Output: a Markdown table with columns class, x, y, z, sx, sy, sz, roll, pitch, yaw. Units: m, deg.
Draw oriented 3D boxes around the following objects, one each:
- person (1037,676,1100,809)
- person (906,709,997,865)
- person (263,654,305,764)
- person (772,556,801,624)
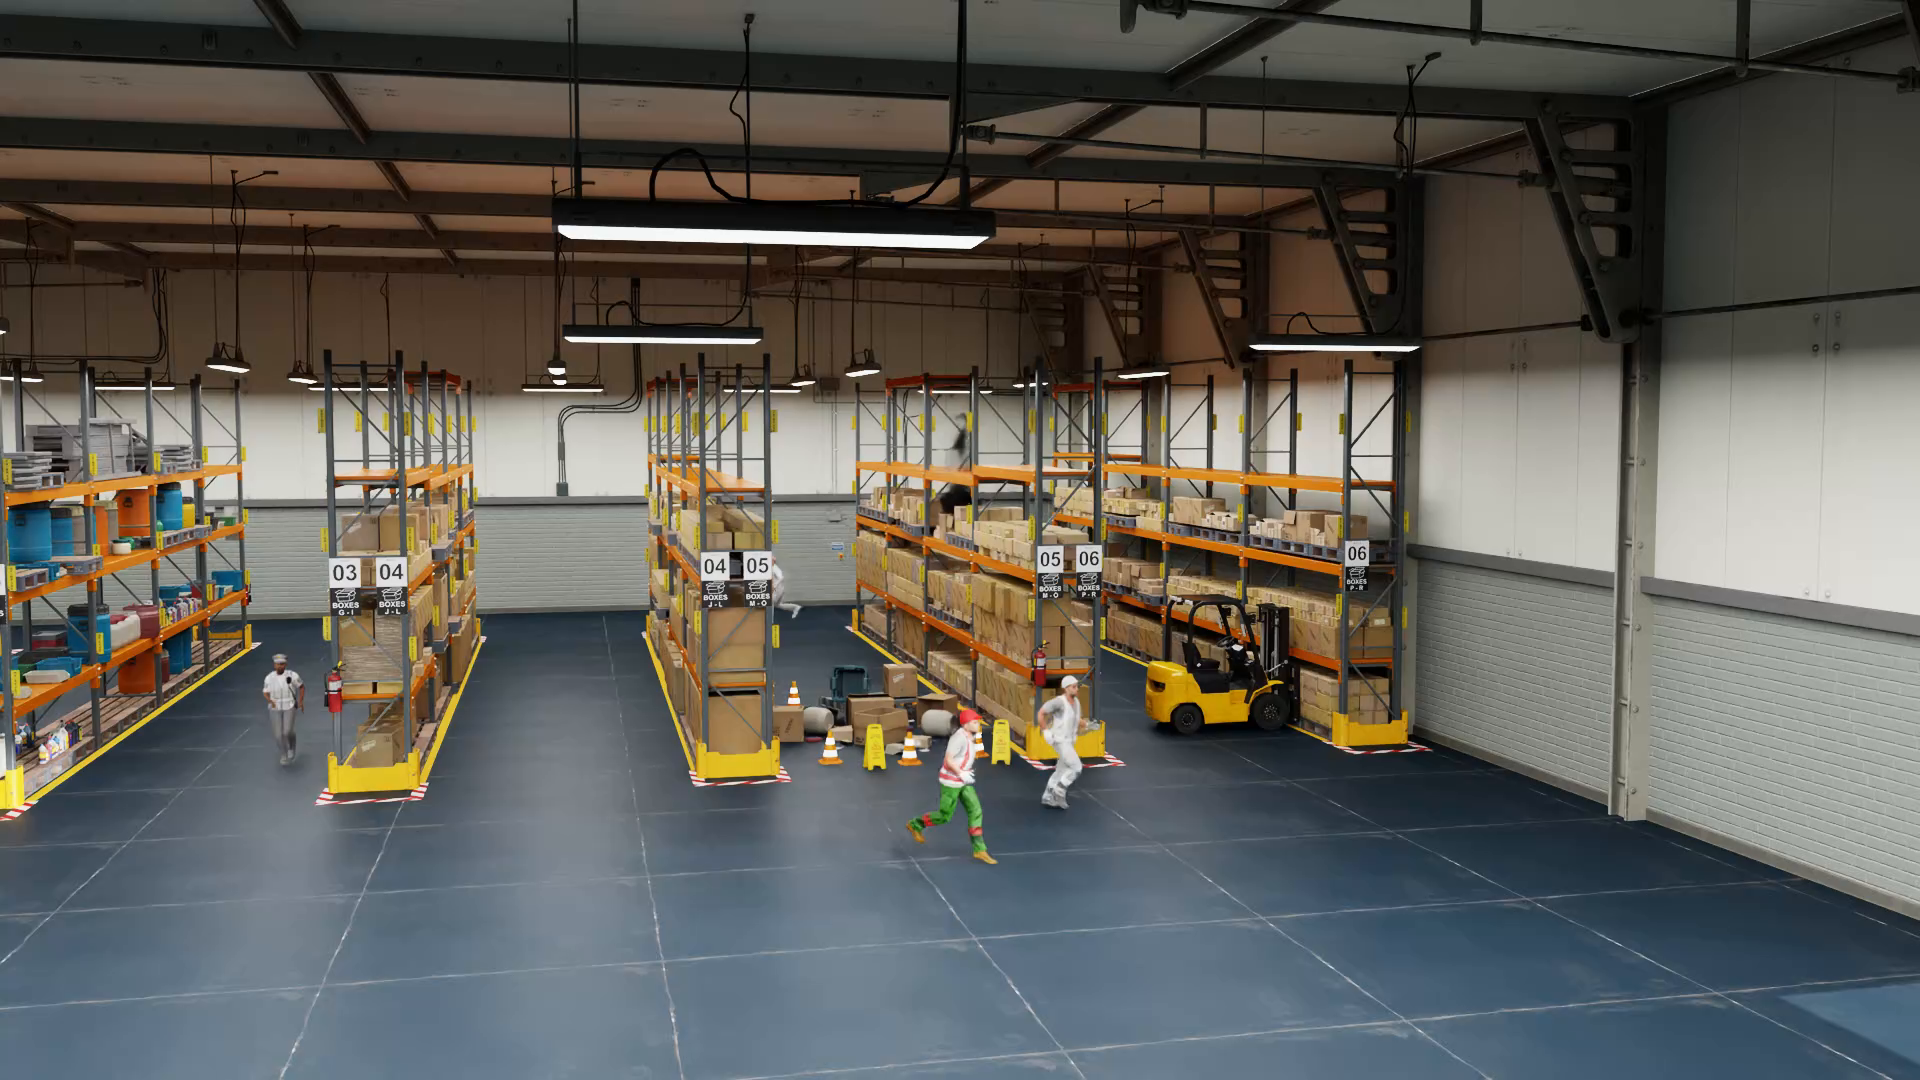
| class | x | y | z | sx | sy | sz | roll | pitch | yaw |
| --- | --- | --- | --- | --- | --- | --- | --- | --- | --- |
| person | 1.376 | 2.622 | 21.487 | 0.800 | 1.740 | 0.707 | 3 | 5 | 35 |
| person | -0.093 | 2.804 | 19.066 | 1.115 | 1.770 | 0.659 | 2 | 4 | 23 |
| person | -9.907 | 2.479 | 24.353 | 0.551 | 1.648 | 0.664 | -1 | 4 | -14 |
| person | -4.471 | 1.288 | 41.219 | 1.048 | 1.776 | 0.715 | 0 | 4 | -4 |
